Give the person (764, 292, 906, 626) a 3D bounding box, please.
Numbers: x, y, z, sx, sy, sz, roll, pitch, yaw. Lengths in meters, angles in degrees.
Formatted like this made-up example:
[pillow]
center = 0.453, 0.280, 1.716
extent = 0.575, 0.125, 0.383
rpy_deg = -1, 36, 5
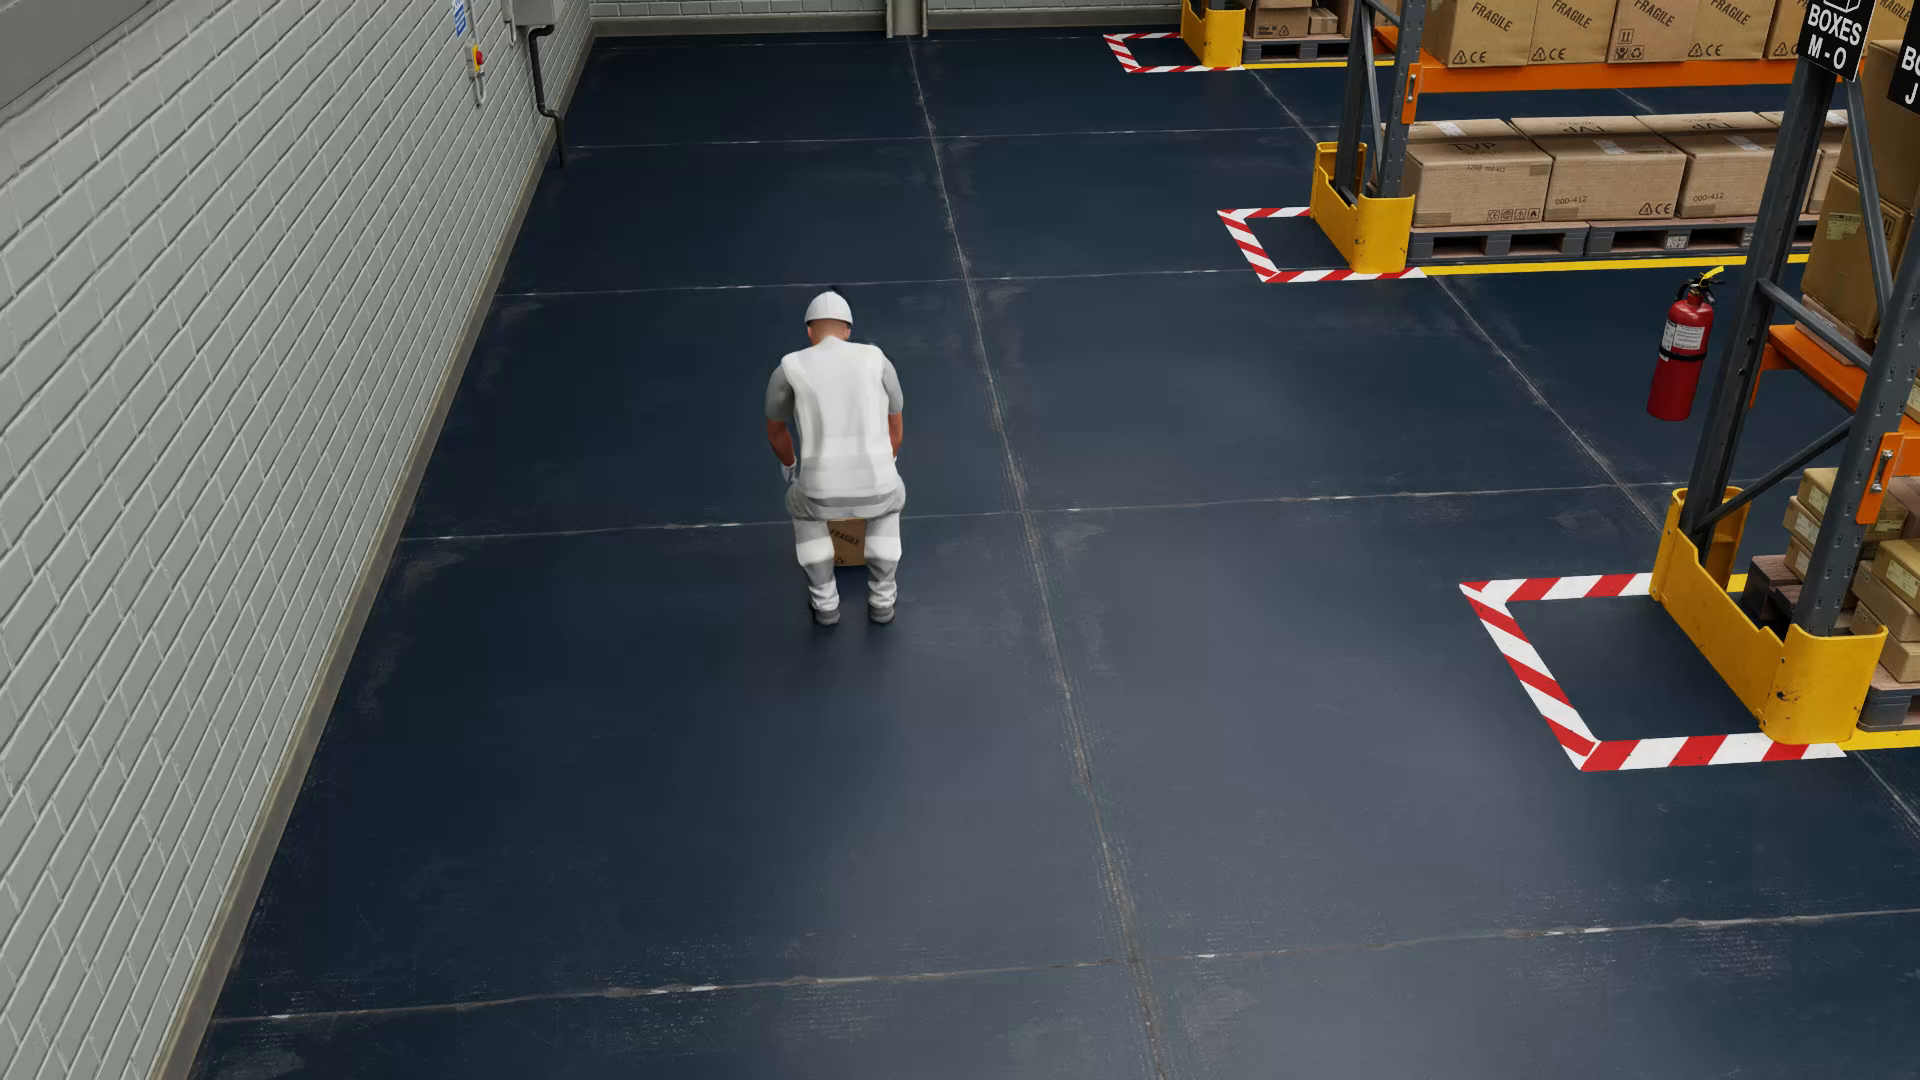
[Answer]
[person]
center = -0.525, -0.315, 7.066
extent = 0.584, 1.351, 0.795
rpy_deg = -3, 31, -4
